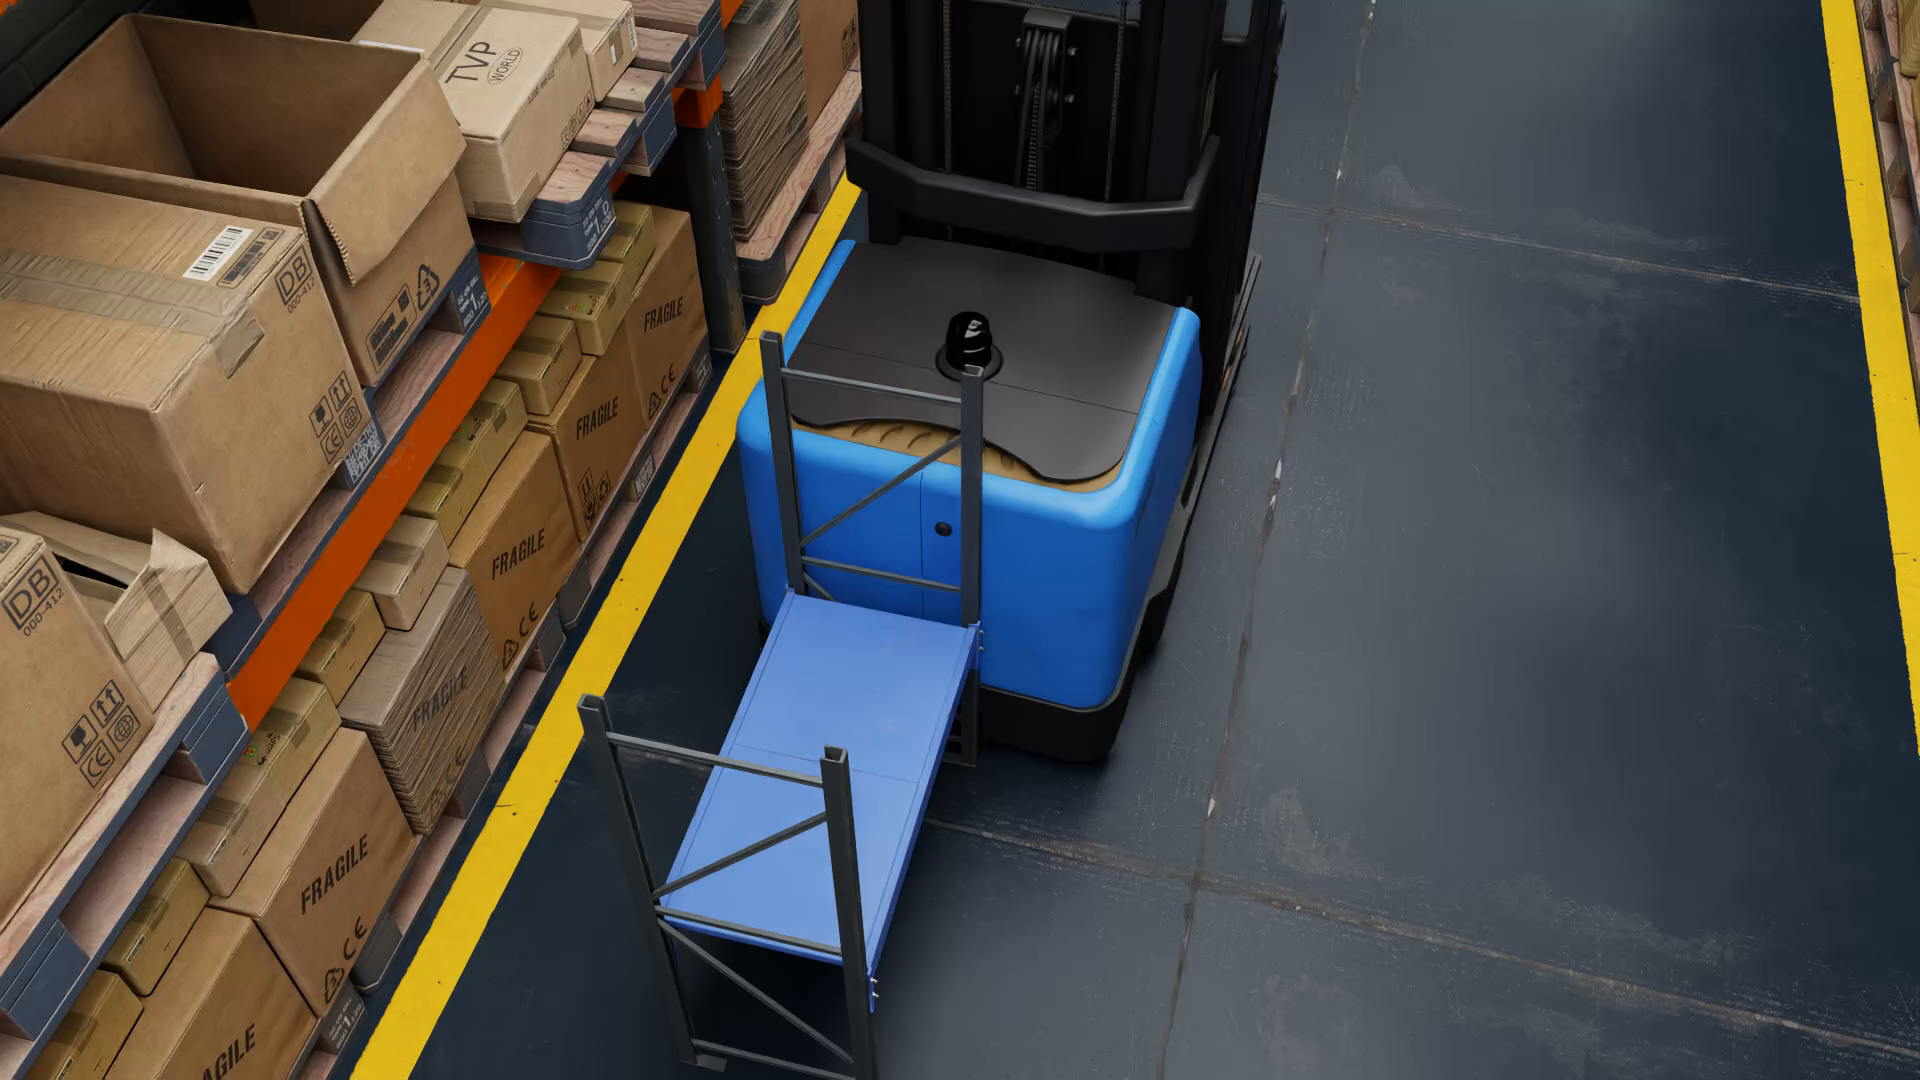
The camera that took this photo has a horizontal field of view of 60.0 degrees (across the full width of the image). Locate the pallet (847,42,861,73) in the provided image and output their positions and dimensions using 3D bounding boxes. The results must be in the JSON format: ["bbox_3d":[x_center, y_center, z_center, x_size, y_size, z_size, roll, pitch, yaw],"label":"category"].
[{"bbox_3d":[-0.675,-2.322,7.158,1.003,0.211,1.213,12,50,10],"label":"pallet"}]

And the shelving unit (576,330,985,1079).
[{"bbox_3d":[-0.319,0.460,3.844,0.538,1.500,1.048,11,49,9],"label":"shelving unit"}]

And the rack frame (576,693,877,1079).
[{"bbox_3d":[-0.443,0.829,3.518,0.500,1.500,0.032,11,49,9],"label":"rack frame"}]

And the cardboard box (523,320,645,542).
[{"bbox_3d":[-1.298,-0.381,4.972,0.500,0.500,0.500,11,49,9],"label":"cardboard box"}]

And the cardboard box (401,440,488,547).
[{"bbox_3d":[-1.471,-0.148,4.335,0.380,0.149,0.250,11,49,9],"label":"cardboard box"}]

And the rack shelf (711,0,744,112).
[{"bbox_3d":[-0.726,-2.986,6.364,1.077,0.370,4.000,12,50,10],"label":"rack shelf"}]

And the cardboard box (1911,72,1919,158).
[{"bbox_3d":[4.087,-1.559,6.098,0.950,0.372,0.625,13,50,11],"label":"cardboard box"}]

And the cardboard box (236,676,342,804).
[{"bbox_3d":[-1.671,0.426,3.828,0.380,0.149,0.250,13,50,11],"label":"cardboard box"}]

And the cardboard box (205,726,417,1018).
[{"bbox_3d":[-1.695,0.752,3.973,0.500,0.500,0.500,10,49,9],"label":"cardboard box"}]

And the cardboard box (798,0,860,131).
[{"bbox_3d":[-0.911,-2.053,6.365,0.875,0.625,0.625,13,50,11],"label":"cardboard box"}]

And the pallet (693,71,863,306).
[{"bbox_3d":[-0.998,-1.442,6.382,1.003,0.211,1.213,12,50,10],"label":"pallet"}]

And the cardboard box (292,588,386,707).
[{"bbox_3d":[-1.628,0.225,4.005,0.380,0.149,0.250,12,50,10],"label":"cardboard box"}]

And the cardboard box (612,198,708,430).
[{"bbox_3d":[-1.157,-0.740,5.290,0.500,0.500,0.500,13,50,11],"label":"cardboard box"}]

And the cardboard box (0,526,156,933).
[{"bbox_3d":[-1.826,0.264,2.670,0.700,0.500,0.500,12,50,10],"label":"cardboard box"}]

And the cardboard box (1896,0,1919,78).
[{"bbox_3d":[4.268,-2.062,6.542,0.950,0.372,0.625,14,50,12],"label":"cardboard box"}]

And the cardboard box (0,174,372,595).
[{"bbox_3d":[-1.620,-0.304,3.171,0.700,0.500,0.500,11,50,10],"label":"cardboard box"}]

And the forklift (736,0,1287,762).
[{"bbox_3d":[0.362,-1.486,4.606,1.130,2.935,3.031,13,50,12],"label":"forklift"}]

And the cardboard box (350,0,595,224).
[{"bbox_3d":[-1.218,-1.039,3.987,0.500,0.250,0.500,9,49,8],"label":"cardboard box"}]

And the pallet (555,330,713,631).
[{"bbox_3d":[-1.486,-0.322,5.393,1.003,0.211,1.213,12,50,10],"label":"pallet"}]

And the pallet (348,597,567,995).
[{"bbox_3d":[-1.809,0.558,4.617,1.003,0.211,1.213,12,50,10],"label":"pallet"}]

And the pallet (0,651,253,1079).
[{"bbox_3d":[-1.990,0.623,2.827,1.003,0.211,1.213,12,50,10],"label":"pallet"}]

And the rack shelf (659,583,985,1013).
[{"bbox_3d":[-0.319,0.579,3.979,0.538,0.185,1.000,11,49,9],"label":"rack shelf"}]

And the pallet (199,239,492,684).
[{"bbox_3d":[-1.760,-0.306,3.647,1.003,0.211,1.213,12,50,10],"label":"pallet"}]

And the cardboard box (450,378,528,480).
[{"bbox_3d":[-1.405,-0.329,4.494,0.380,0.149,0.250,13,50,11],"label":"cardboard box"}]

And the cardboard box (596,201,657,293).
[{"bbox_3d":[-1.138,-0.896,4.995,0.380,0.149,0.250,9,49,8],"label":"cardboard box"}]

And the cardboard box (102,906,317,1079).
[{"bbox_3d":[-1.830,1.112,3.655,0.500,0.500,0.500,11,49,10],"label":"cardboard box"}]

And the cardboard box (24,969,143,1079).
[{"bbox_3d":[-1.900,0.979,3.339,0.380,0.149,0.250,9,49,8],"label":"cardboard box"}]

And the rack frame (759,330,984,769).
[{"bbox_3d":[-0.194,0.090,4.170,0.500,1.500,0.032,11,49,9],"label":"rack frame"}]

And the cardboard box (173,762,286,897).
[{"bbox_3d":[-1.739,0.605,3.670,0.380,0.149,0.250,11,50,10],"label":"cardboard box"}]

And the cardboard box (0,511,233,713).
[{"bbox_3d":[-1.570,0.093,2.977,0.396,0.266,0.258,14,50,12],"label":"cardboard box"}]

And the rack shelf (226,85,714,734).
[{"bbox_3d":[-1.779,-0.092,3.811,1.077,0.370,4.000,12,50,10],"label":"rack shelf"}]

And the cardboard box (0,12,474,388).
[{"bbox_3d":[-1.504,-0.733,3.547,0.797,0.503,0.637,11,49,9],"label":"cardboard box"}]

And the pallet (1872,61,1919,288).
[{"bbox_3d":[4.067,-1.322,6.276,1.003,0.211,1.213,12,50,10],"label":"pallet"}]

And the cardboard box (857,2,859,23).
[{"bbox_3d":[-0.734,-2.540,6.795,0.875,0.625,0.625,10,49,8],"label":"cardboard box"}]

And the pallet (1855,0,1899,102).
[{"bbox_3d":[4.386,-2.207,7.057,1.003,0.211,1.213,12,50,10],"label":"pallet"}]

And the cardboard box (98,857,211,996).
[{"bbox_3d":[-1.841,0.778,3.517,0.380,0.149,0.250,11,49,9],"label":"cardboard box"}]

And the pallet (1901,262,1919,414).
[{"bbox_3d":[3.744,-0.442,5.500,1.003,0.211,1.213,12,50,10],"label":"pallet"}]

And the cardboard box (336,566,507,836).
[{"bbox_3d":[-1.552,0.378,4.303,0.500,0.500,0.500,10,49,9],"label":"cardboard box"}]

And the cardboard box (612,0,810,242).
[{"bbox_3d":[-1.075,-1.579,5.946,0.875,0.625,0.625,13,50,11],"label":"cardboard box"}]

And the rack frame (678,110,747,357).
[{"bbox_3d":[-1.253,-1.777,4.818,1.000,3.000,0.127,12,50,10],"label":"rack frame"}]

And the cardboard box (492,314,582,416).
[{"bbox_3d":[-1.292,-0.511,4.655,0.380,0.149,0.250,10,49,9],"label":"cardboard box"}]

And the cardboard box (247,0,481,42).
[{"bbox_3d":[-1.539,-1.608,4.321,0.500,0.500,0.500,14,50,12],"label":"cardboard box"}]

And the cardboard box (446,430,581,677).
[{"bbox_3d":[-1.434,-0.001,4.638,0.500,0.500,0.500,14,50,12],"label":"cardboard box"}]

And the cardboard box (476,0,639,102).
[{"bbox_3d":[-1.055,-1.282,4.268,0.380,0.149,0.250,12,50,11],"label":"cardboard box"}]

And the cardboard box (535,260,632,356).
[{"bbox_3d":[-1.180,-0.693,4.815,0.380,0.149,0.250,9,49,8],"label":"cardboard box"}]

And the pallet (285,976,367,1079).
[{"bbox_3d":[-2.128,1.443,3.835,1.003,0.211,1.213,12,50,10],"label":"pallet"}]

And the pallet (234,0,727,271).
[{"bbox_3d":[-1.363,-1.209,4.445,1.213,0.211,1.003,12,50,10],"label":"pallet"}]

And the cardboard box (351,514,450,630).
[{"bbox_3d":[-1.514,0.057,4.153,0.380,0.149,0.250,9,49,8],"label":"cardboard box"}]
